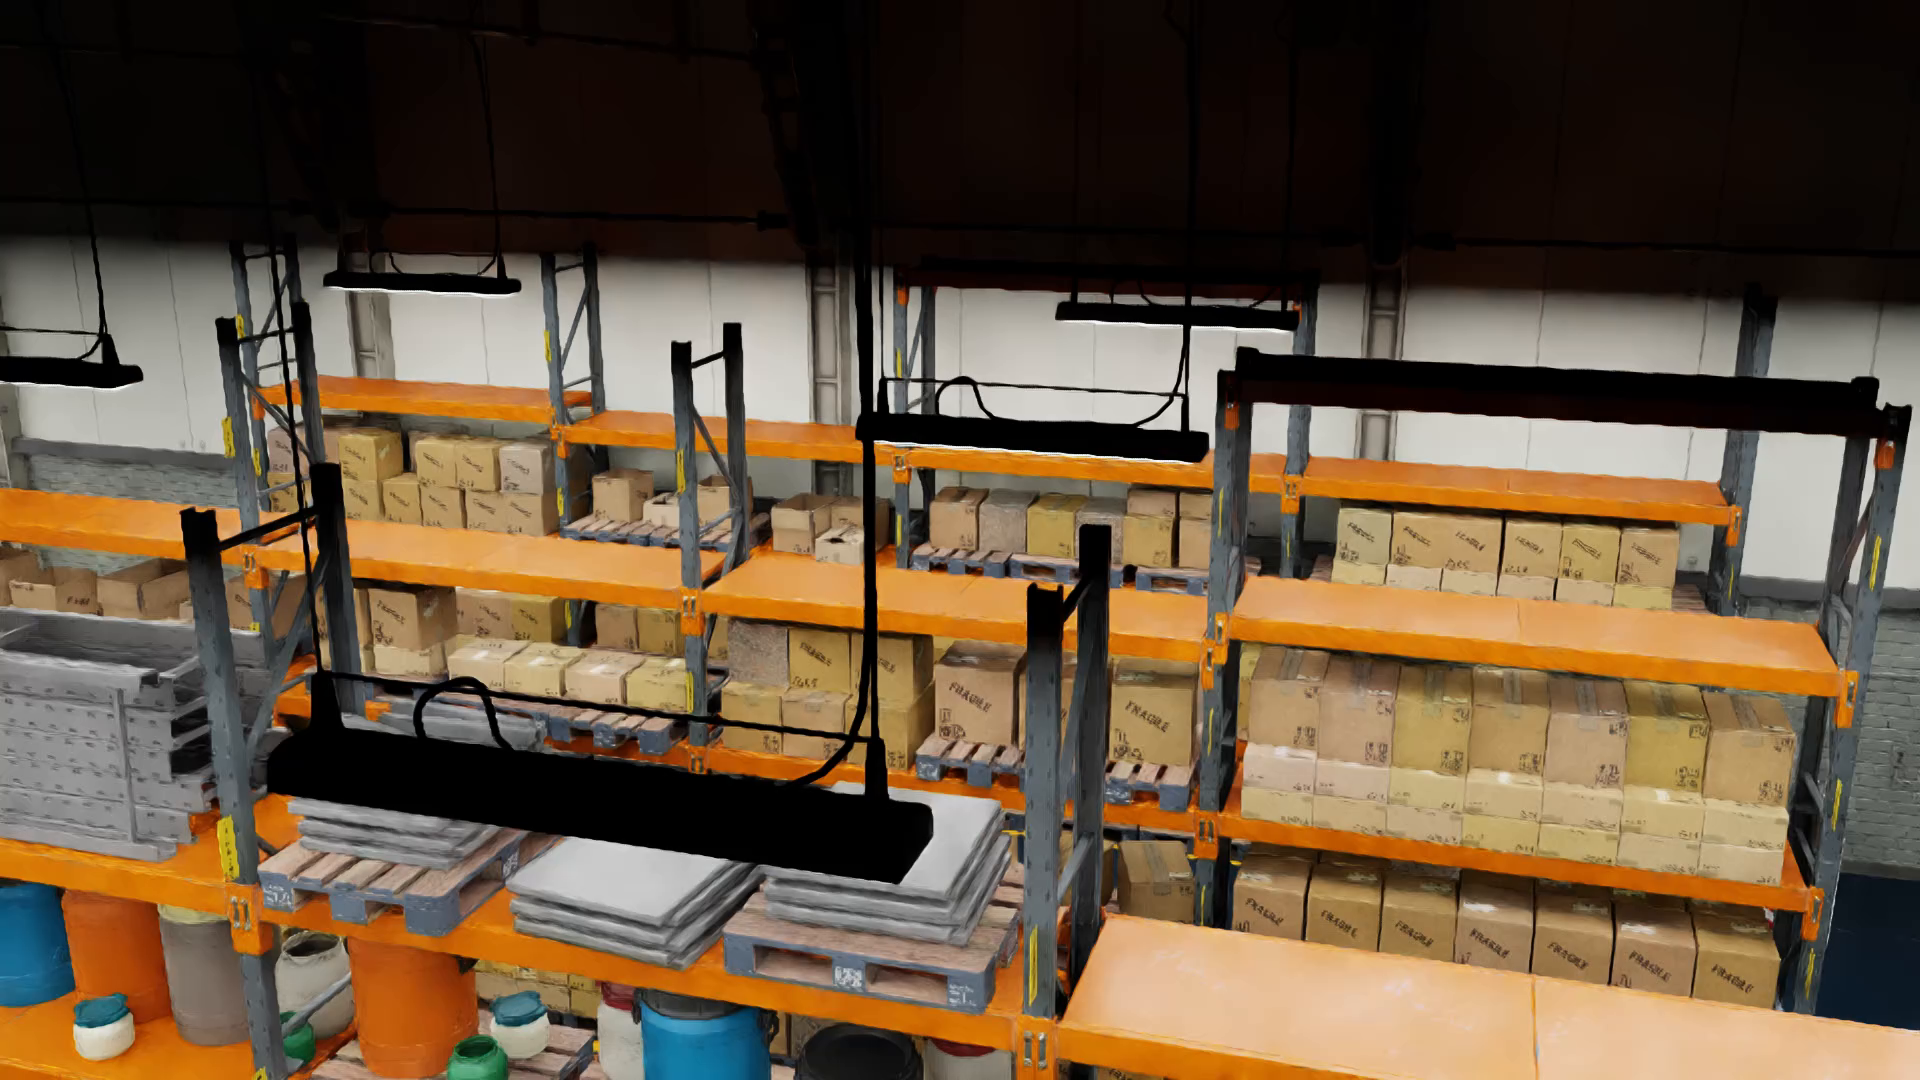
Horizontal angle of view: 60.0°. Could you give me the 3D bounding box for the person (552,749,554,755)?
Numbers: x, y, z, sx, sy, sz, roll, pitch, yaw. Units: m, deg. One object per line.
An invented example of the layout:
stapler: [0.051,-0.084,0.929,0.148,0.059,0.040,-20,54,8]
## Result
person: [-3.960,2.726,16.147,1.174,1.697,0.587,5,17,16]
